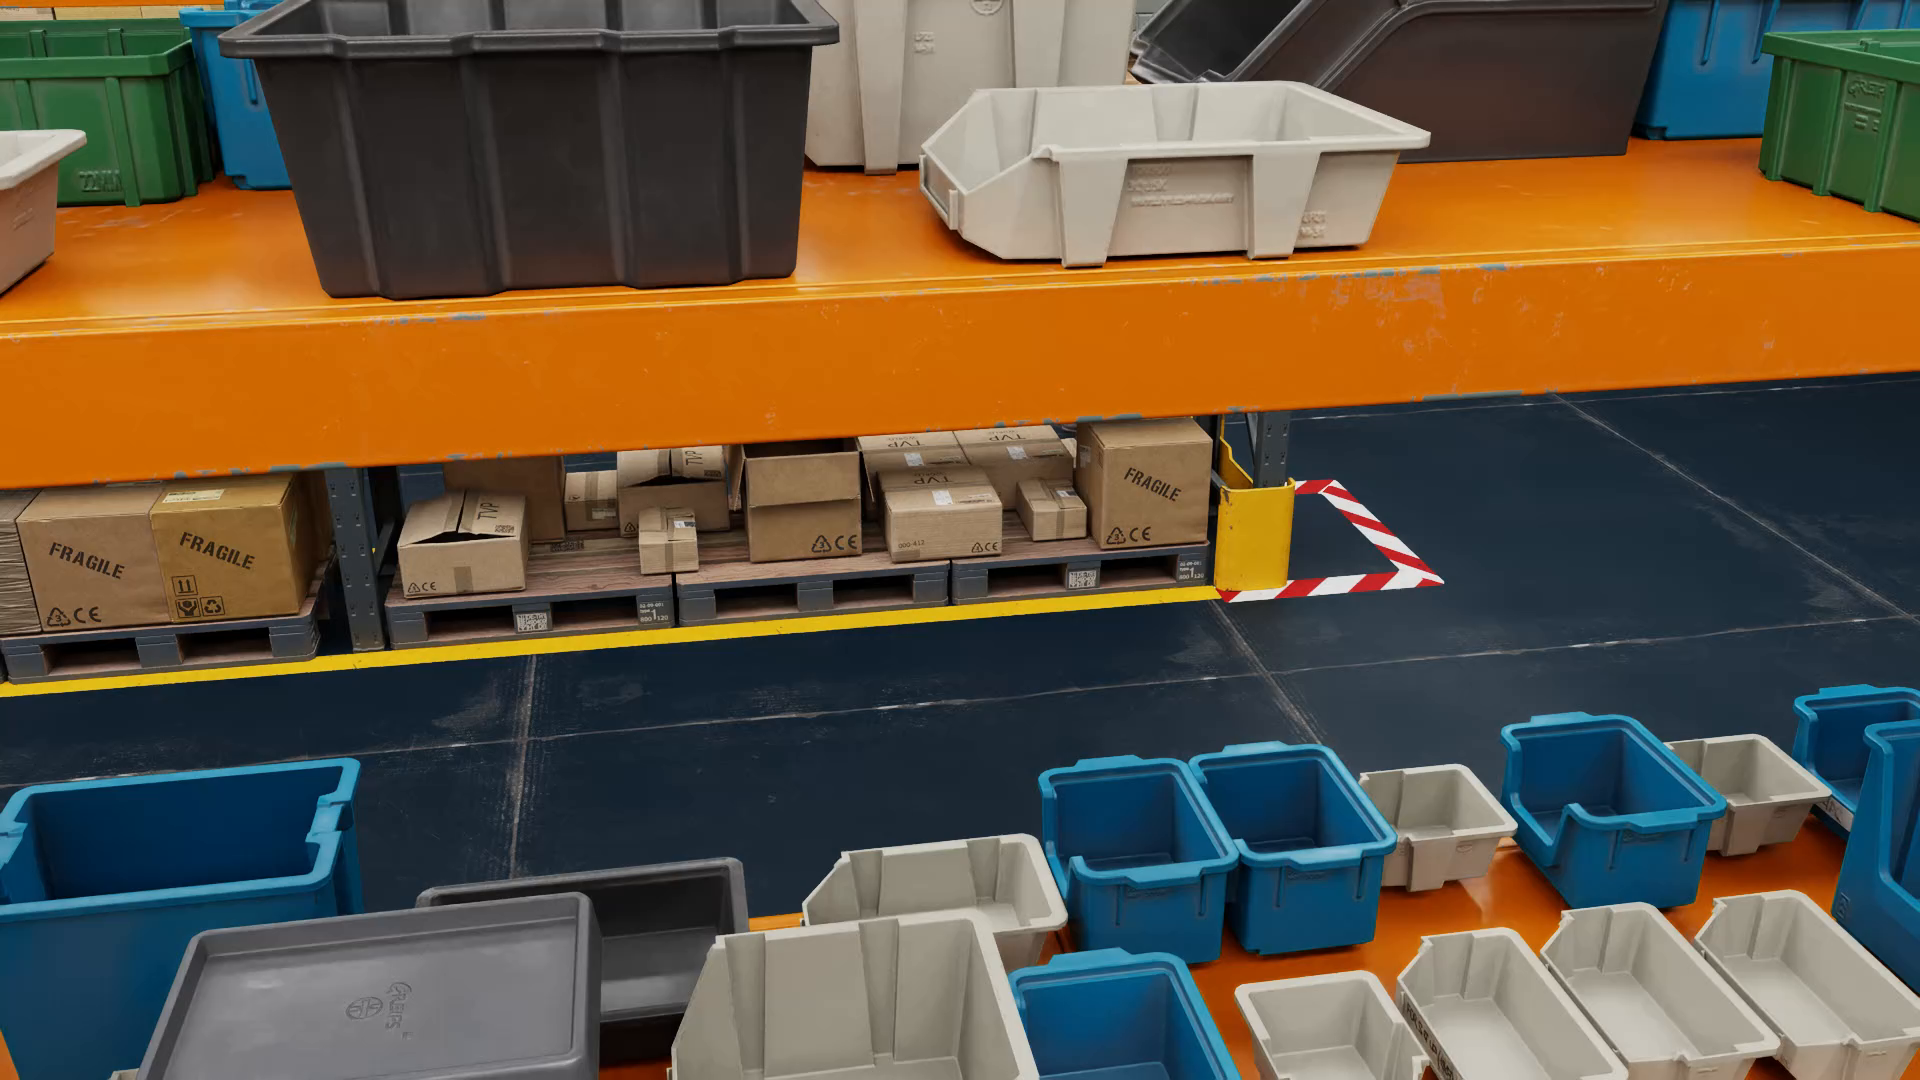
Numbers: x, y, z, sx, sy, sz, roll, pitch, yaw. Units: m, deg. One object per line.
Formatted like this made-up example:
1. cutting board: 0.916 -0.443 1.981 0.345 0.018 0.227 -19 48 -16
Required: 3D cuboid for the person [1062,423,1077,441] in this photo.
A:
1. person: 0.769 -1.333 9.217 0.330 1.636 0.446 -6 24 -13
